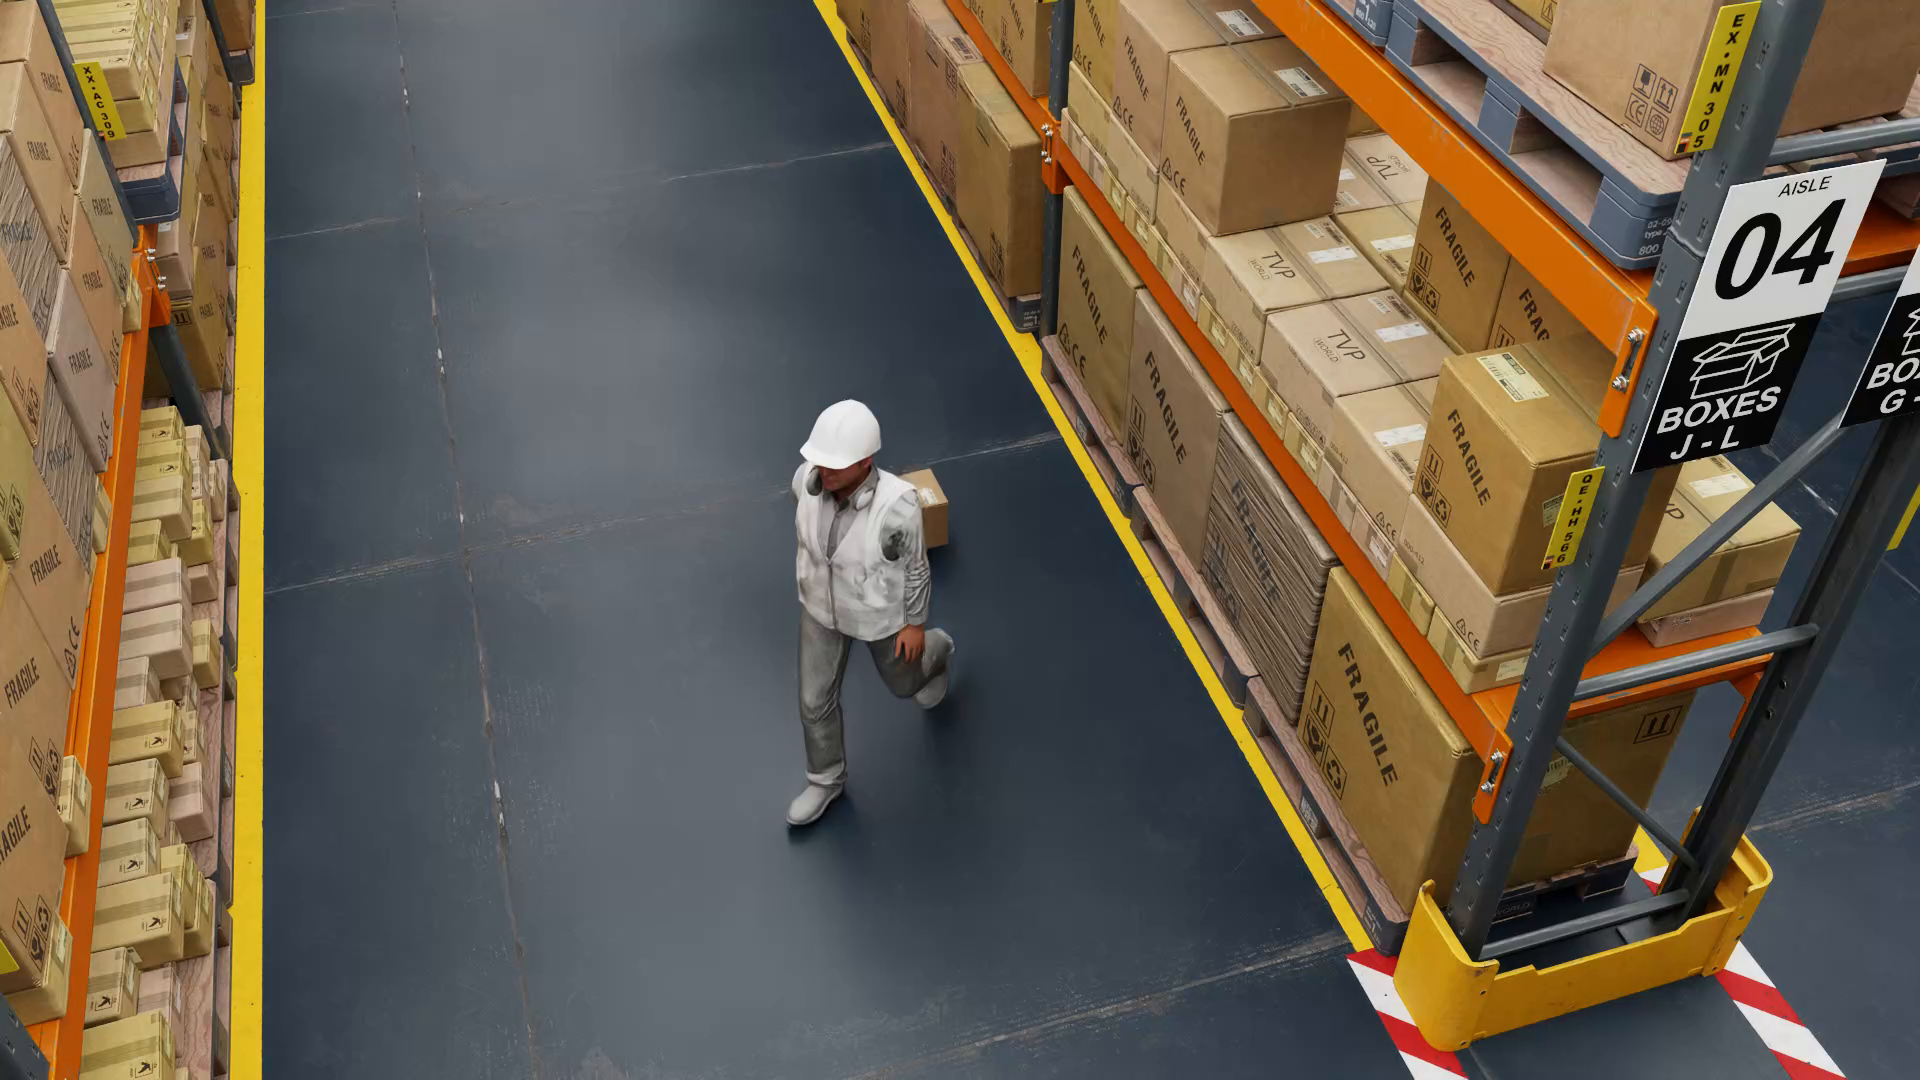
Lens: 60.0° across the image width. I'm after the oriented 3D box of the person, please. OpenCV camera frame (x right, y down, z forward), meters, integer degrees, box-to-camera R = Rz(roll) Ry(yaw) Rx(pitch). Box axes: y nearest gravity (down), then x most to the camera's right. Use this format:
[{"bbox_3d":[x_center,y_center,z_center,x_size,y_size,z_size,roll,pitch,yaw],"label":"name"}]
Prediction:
[{"bbox_3d":[-0.333,0.189,5.941,0.533,1.741,0.980,17,45,18],"label":"person"}]
